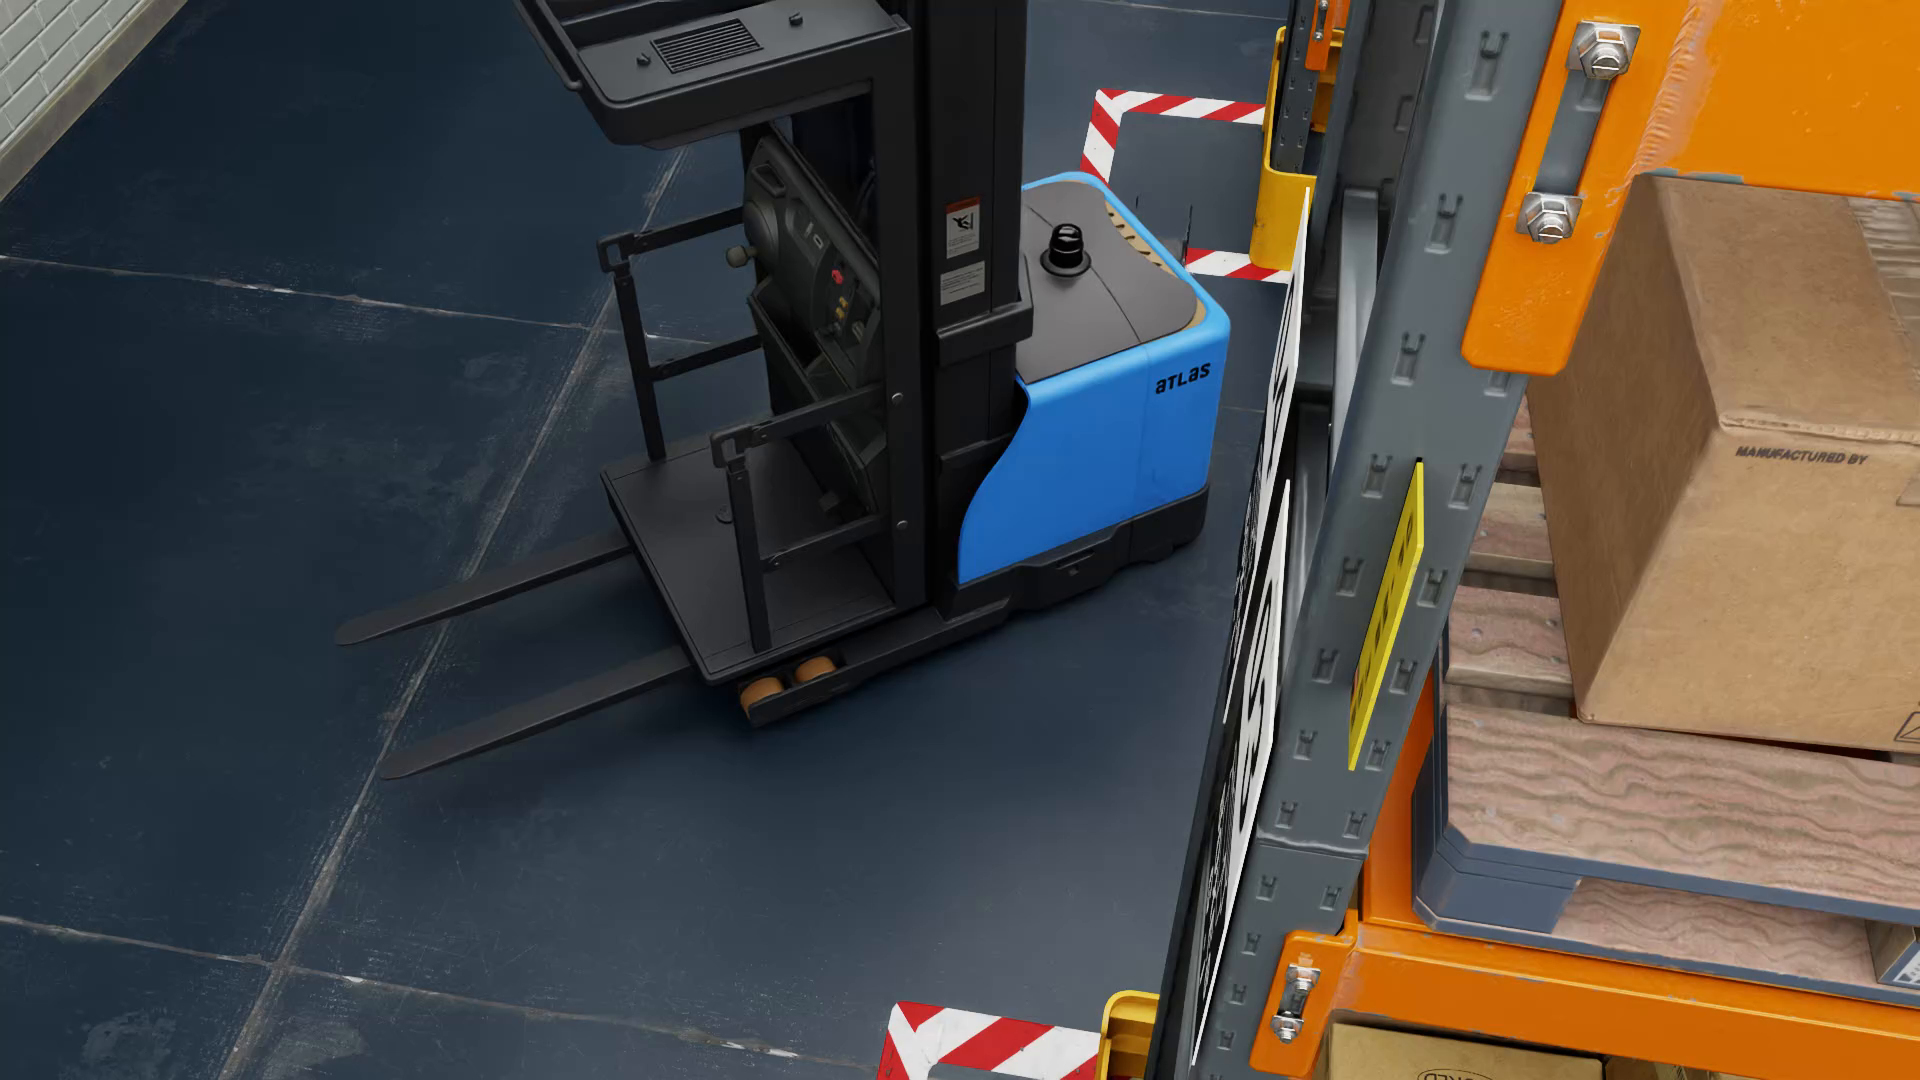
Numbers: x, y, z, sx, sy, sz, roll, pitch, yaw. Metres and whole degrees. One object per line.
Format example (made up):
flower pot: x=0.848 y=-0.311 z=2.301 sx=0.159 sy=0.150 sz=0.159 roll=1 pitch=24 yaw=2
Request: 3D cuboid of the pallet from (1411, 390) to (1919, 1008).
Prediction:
pallet: x=1.220 y=0.111 z=2.177 sx=1.213 sy=0.211 sz=1.003 roll=8 pitch=49 yaw=7

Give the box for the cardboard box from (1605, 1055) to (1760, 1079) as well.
cardboard box: x=1.405 y=1.020 z=2.713 sx=0.500 sy=0.500 sz=0.500 roll=7 pitch=48 yaw=6

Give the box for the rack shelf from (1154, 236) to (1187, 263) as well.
rack shelf: x=0.737 y=-1.043 z=6.264 sx=0.200 sy=0.077 sz=0.258 roll=9 pitch=49 yaw=8

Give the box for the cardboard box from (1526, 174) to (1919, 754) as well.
cardboard box: x=1.009 y=-0.187 z=1.968 sx=0.500 sy=0.500 sz=0.700 roll=5 pitch=48 yaw=5

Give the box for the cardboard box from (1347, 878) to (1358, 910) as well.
cardboard box: x=1.014 y=0.565 z=3.122 sx=0.500 sy=0.500 sz=0.500 roll=8 pitch=49 yaw=7

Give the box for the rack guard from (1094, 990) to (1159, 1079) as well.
rack guard: x=0.465 y=1.825 z=4.274 sx=0.348 sy=0.500 sz=1.175 roll=8 pitch=49 yaw=7

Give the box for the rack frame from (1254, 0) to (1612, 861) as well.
rack frame: x=0.488 y=-1.012 z=1.110 sx=0.127 sy=3.000 sz=1.000 roll=8 pitch=49 yaw=7

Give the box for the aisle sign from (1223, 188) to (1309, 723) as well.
aisle sign: x=0.471 y=-0.105 z=2.580 sx=0.004 sy=0.787 sz=0.394 roll=8 pitch=49 yaw=7

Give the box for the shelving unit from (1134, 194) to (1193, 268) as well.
shelving unit: x=0.737 y=-0.885 z=6.440 sx=0.210 sy=0.900 sz=0.258 roll=9 pitch=49 yaw=8

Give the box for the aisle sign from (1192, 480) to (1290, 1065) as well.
aisle sign: x=0.364 y=0.334 z=2.185 sx=0.004 sy=0.787 sz=0.394 roll=8 pitch=49 yaw=7

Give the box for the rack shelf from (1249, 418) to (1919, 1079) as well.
rack shelf: x=2.456 y=0.495 z=2.255 sx=4.000 sy=0.370 sz=1.077 roll=8 pitch=49 yaw=7

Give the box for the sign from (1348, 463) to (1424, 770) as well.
sign: x=0.384 y=0.077 z=1.507 sx=0.005 sy=0.325 sz=0.100 roll=8 pitch=49 yaw=7

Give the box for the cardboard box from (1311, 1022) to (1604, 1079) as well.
cardboard box: x=0.913 y=1.205 z=3.052 sx=0.500 sy=0.250 sz=0.500 roll=7 pitch=48 yaw=6

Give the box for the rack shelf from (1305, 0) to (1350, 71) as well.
rack shelf: x=3.438 y=-2.119 z=6.621 sx=4.000 sy=0.370 sz=1.077 roll=8 pitch=49 yaw=7

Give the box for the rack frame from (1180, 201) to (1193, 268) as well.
rack frame: x=0.836 y=-0.868 z=6.425 sx=0.006 sy=0.900 sz=0.240 roll=9 pitch=49 yaw=8

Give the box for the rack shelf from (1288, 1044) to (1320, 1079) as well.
rack shelf: x=2.456 y=1.498 z=3.371 sx=4.000 sy=0.370 sz=1.077 roll=8 pitch=49 yaw=7

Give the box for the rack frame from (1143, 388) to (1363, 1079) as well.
rack frame: x=0.488 y=0.993 z=3.341 sx=0.127 sy=3.000 sz=1.000 roll=8 pitch=49 yaw=7

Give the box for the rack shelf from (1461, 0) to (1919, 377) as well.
rack shelf: x=2.456 y=-0.373 z=1.288 sx=4.000 sy=0.370 sz=1.077 roll=8 pitch=49 yaw=7

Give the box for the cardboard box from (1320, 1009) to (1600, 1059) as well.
cardboard box: x=1.012 y=0.814 z=3.403 sx=0.500 sy=0.250 sz=0.500 roll=7 pitch=48 yaw=6

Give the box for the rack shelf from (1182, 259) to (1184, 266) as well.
rack shelf: x=0.737 y=-0.983 z=6.331 sx=0.200 sy=0.077 sz=0.258 roll=9 pitch=49 yaw=8

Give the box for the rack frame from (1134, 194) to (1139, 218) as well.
rack frame: x=0.638 y=-0.902 z=6.455 sx=0.006 sy=0.900 sz=0.240 roll=9 pitch=49 yaw=8

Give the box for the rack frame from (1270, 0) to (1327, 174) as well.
rack frame: x=1.470 y=-2.624 z=6.591 sx=0.127 sy=3.000 sz=1.000 roll=8 pitch=49 yaw=7

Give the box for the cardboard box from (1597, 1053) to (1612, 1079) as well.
cardboard box: x=1.511 y=0.881 z=3.343 sx=0.500 sy=0.250 sz=0.500 roll=7 pitch=48 yaw=6

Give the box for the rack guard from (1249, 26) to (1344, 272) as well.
rack guard: x=1.545 y=-1.779 z=7.512 sx=0.348 sy=0.500 sz=1.175 roll=8 pitch=49 yaw=7

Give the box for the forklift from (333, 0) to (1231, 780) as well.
forklift: x=-0.638 y=-0.804 z=5.002 sx=3.031 sy=2.935 sz=1.130 roll=-21 pitch=51 yaw=-18
